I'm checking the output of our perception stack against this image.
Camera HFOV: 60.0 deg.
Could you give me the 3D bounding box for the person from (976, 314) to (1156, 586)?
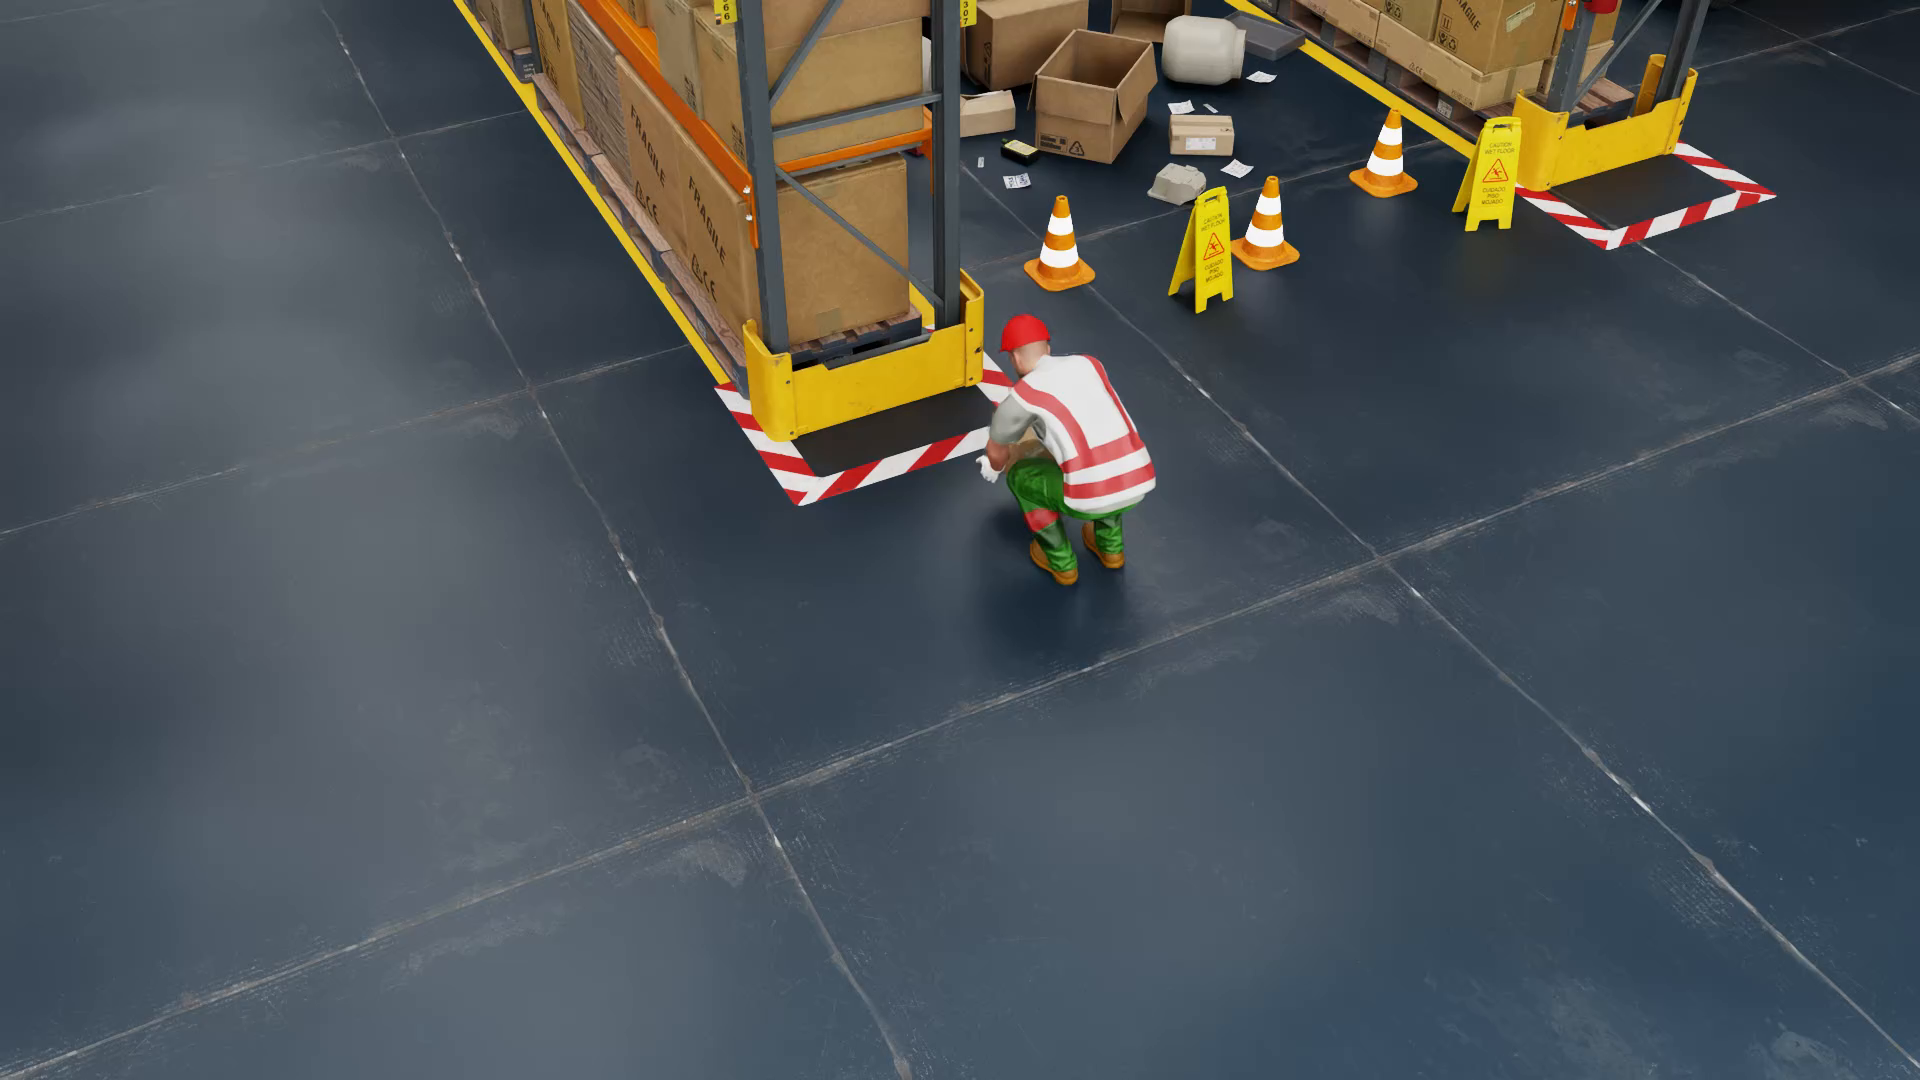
[{"bbox_3d":[0.448,-0.366,7.126,0.575,1.056,0.868,-19,44,-21],"label":"person"}]
